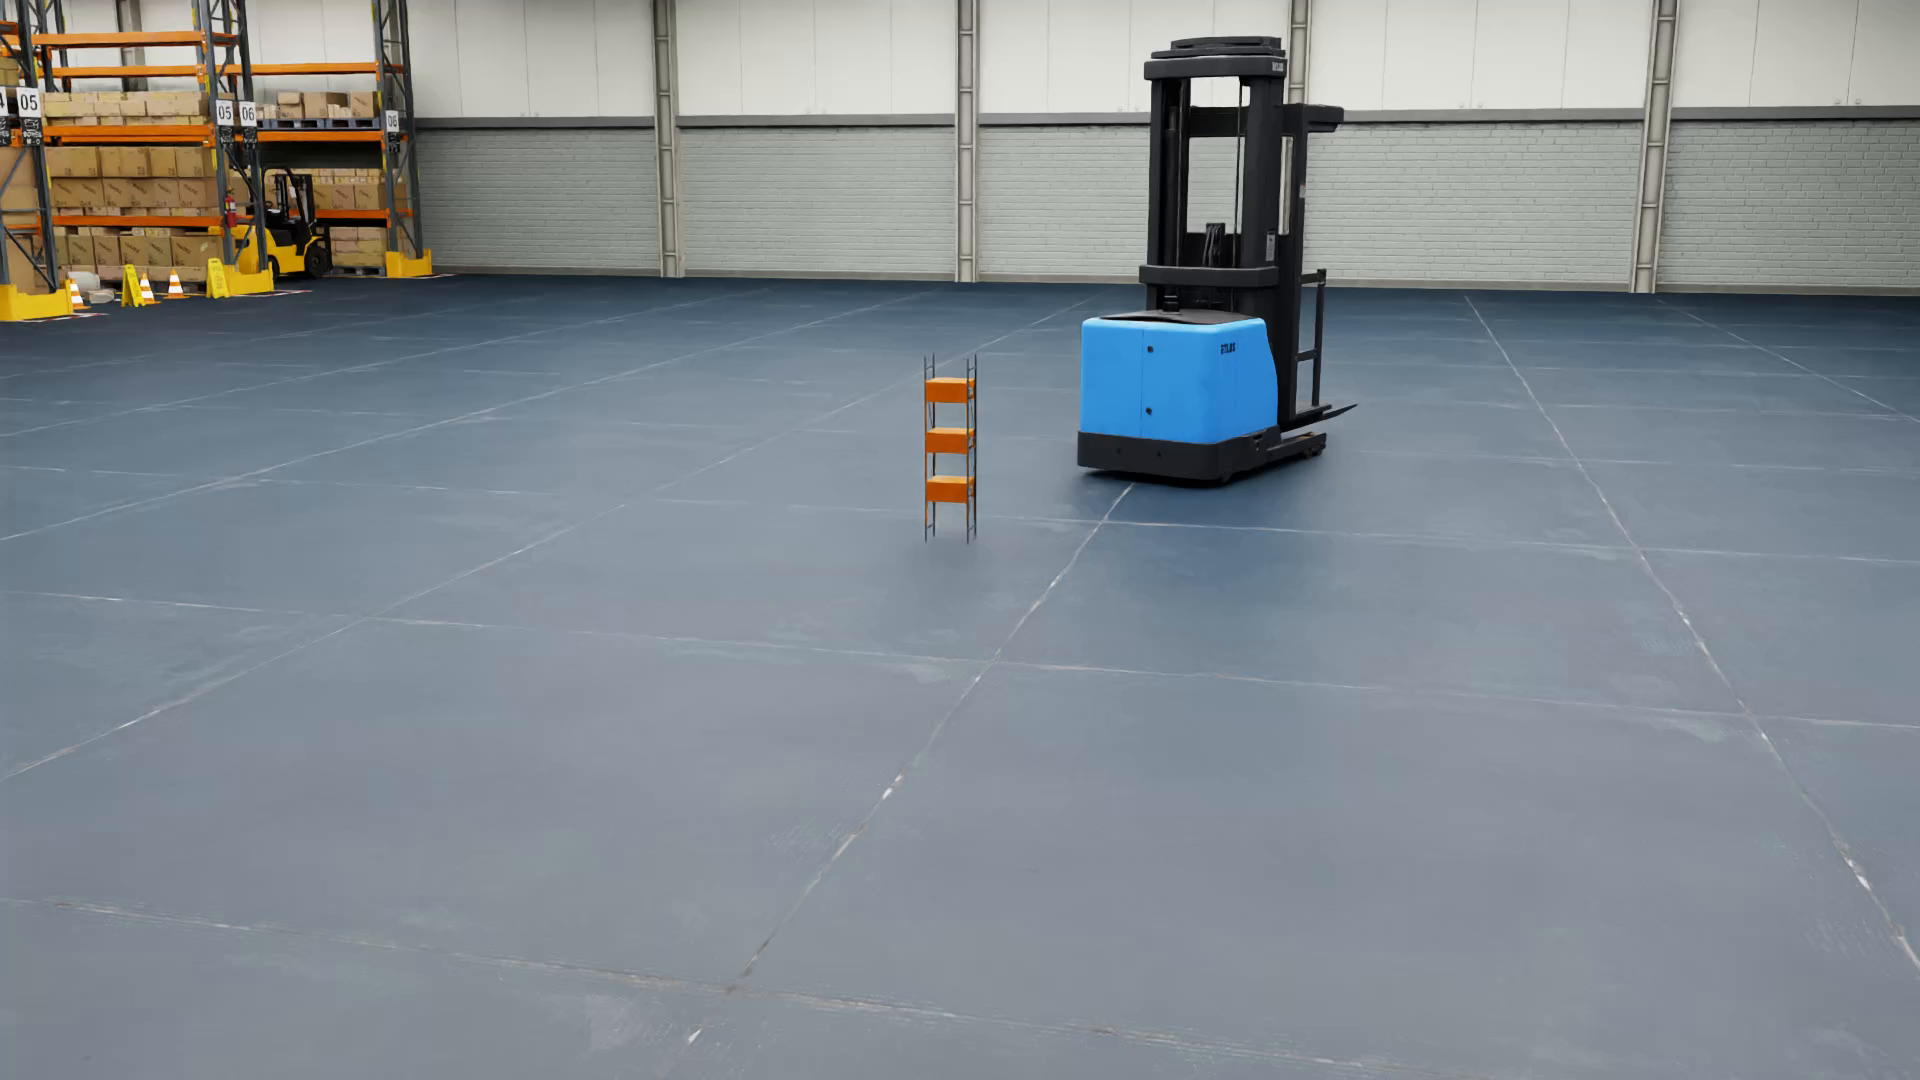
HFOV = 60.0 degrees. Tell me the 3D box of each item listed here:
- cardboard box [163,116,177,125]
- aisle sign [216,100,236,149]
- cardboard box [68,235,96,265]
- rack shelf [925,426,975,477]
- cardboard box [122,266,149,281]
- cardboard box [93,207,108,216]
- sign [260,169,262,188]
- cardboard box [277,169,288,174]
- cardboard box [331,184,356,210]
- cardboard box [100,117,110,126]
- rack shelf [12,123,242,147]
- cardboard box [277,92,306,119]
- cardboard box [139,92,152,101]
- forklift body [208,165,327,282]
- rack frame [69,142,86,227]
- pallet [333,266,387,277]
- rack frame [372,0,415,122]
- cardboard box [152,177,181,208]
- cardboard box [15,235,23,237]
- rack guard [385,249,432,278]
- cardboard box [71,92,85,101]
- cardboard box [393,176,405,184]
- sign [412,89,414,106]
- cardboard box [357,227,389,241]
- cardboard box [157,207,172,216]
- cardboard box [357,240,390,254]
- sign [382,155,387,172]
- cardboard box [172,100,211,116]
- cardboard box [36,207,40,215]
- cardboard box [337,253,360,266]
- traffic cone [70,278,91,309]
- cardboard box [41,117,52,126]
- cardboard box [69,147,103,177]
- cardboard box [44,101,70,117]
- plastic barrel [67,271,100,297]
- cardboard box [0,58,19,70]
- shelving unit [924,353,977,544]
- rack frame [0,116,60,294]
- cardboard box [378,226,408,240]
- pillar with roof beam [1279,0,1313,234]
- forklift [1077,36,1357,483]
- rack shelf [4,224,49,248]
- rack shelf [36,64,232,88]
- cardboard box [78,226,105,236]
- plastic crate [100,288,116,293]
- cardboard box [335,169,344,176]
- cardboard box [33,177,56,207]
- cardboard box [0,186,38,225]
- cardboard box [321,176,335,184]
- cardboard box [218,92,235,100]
[{"bbox_3d":[-13.155,-7.051,27.966,0.250,0.149,0.380,3,13,15],"label":"cardboard box"},{"bbox_3d":[-12.252,-6.927,27.753,0.004,0.787,0.394,3,13,14],"label":"aisle sign"},{"bbox_3d":[-15.095,-5.046,28.923,0.500,0.500,0.500,4,13,16],"label":"cardboard box"},{"bbox_3d":[-0.052,-0.505,9.359,0.240,0.259,0.215,3,13,14],"label":"rack shelf"},{"bbox_3d":[-14.102,-4.625,28.756,0.500,0.250,0.500,3,13,12],"label":"cardboard box"},{"bbox_3d":[-14.657,-5.655,28.601,0.250,0.149,0.380,3,13,14],"label":"cardboard box"},{"bbox_3d":[-12.113,-6.259,28.745,0.005,0.325,0.100,3,13,14],"label":"sign"},{"bbox_3d":[-13.432,-7.355,33.270,0.250,0.149,0.380,3,13,13],"label":"cardboard box"},{"bbox_3d":[-12.099,-6.814,33.015,0.500,0.500,0.500,3,13,15],"label":"cardboard box"},{"bbox_3d":[-14.383,-7.123,28.295,0.250,0.149,0.380,3,13,14],"label":"cardboard box"},{"bbox_3d":[-14.184,-6.939,28.545,4.000,0.370,1.077,3,13,14],"label":"rack shelf"},{"bbox_3d":[-13.074,-8.619,33.017,0.637,0.503,0.797,3,13,15],"label":"cardboard box"},{"bbox_3d":[-13.605,-7.478,28.051,0.250,0.149,0.380,3,13,14],"label":"cardboard box"},{"bbox_3d":[-13.335,-6.067,31.836,1.214,2.155,2.313,3,13,14],"label":"forklift body"},{"bbox_3d":[-18.824,-7.181,34.901,0.127,3.000,1.000,3,13,14],"label":"rack frame"},{"bbox_3d":[-11.809,-5.436,33.471,1.213,0.211,1.003,3,13,14],"label":"pallet"},{"bbox_3d":[-11.057,-9.695,32.380,0.127,3.000,1.000,3,13,14],"label":"rack frame"},{"bbox_3d":[-13.320,-5.913,28.269,0.500,0.500,0.500,3,13,14],"label":"cardboard box"},{"bbox_3d":[-19.636,-6.463,34.966,0.250,0.149,0.380,2,13,11],"label":"cardboard box"},{"bbox_3d":[-11.034,-5.545,33.295,0.348,0.500,1.175,3,13,14],"label":"rack guard"},{"bbox_3d":[-14.883,-7.531,28.292,0.250,0.149,0.380,3,13,12],"label":"cardboard box"},{"bbox_3d":[-11.324,-7.204,33.274,0.250,0.149,0.380,3,13,12],"label":"cardboard box"},{"bbox_3d":[-10.918,-8.812,33.126,0.005,0.325,0.100,3,13,14],"label":"sign"},{"bbox_3d":[-11.579,-6.075,32.986,0.500,0.250,0.500,4,13,15],"label":"cardboard box"},{"bbox_3d":[-13.430,-5.589,28.302,0.250,0.149,0.380,3,13,15],"label":"cardboard box"},{"bbox_3d":[-11.604,-5.832,33.046,0.500,0.250,0.500,3,13,13],"label":"cardboard box"},{"bbox_3d":[-11.200,-7.334,32.368,0.005,0.325,0.100,3,13,14],"label":"sign"},{"bbox_3d":[-12.804,-7.229,27.848,0.500,0.250,0.500,3,13,13],"label":"cardboard box"},{"bbox_3d":[-15.897,-5.723,28.909,0.250,0.149,0.380,3,13,13],"label":"cardboard box"},{"bbox_3d":[-12.069,-5.615,33.218,0.500,0.250,0.500,3,13,14],"label":"cardboard box"},{"bbox_3d":[-13.506,-3.764,25.354,0.334,0.463,0.336,3,13,14],"label":"traffic cone"},{"bbox_3d":[-15.642,-7.178,28.540,0.250,0.149,0.380,3,13,14],"label":"cardboard box"},{"bbox_3d":[-14.779,-6.481,28.517,0.500,0.500,0.700,3,13,12],"label":"cardboard box"},{"bbox_3d":[-15.261,-7.361,28.445,0.500,0.250,0.500,3,13,13],"label":"cardboard box"},{"bbox_3d":[-14.611,-4.253,27.651,0.512,0.421,0.421,-9,15,-35],"label":"plastic barrel"},{"bbox_3d":[-13.578,-6.745,23.548,0.250,0.149,0.380,3,13,14],"label":"cardboard box"},{"bbox_3d":[-0.052,-0.515,9.357,0.252,1.050,0.215,3,13,14],"label":"shelving unit"},{"bbox_3d":[-13.330,-4.676,23.609,0.127,3.000,1.000,3,13,14],"label":"rack frame"},{"bbox_3d":[-11.478,-6.182,33.466,0.500,0.250,0.500,3,13,13],"label":"cardboard box"},{"bbox_3d":[4.927,-8.081,25.106,0.400,9.000,9.100,3,13,14],"label":"pillar with roof beam"},{"bbox_3d":[2.058,-2.079,12.060,1.130,2.935,3.031,8,15,34],"label":"forklift"},{"bbox_3d":[-15.272,-4.429,24.155,4.000,0.370,1.077,3,13,14],"label":"rack shelf"},{"bbox_3d":[-16.882,-9.460,33.905,4.000,0.370,1.077,3,13,14],"label":"rack shelf"},{"bbox_3d":[-15.012,-5.342,28.762,0.250,0.149,0.380,4,13,16],"label":"cardboard box"},{"bbox_3d":[-14.798,-4.251,28.432,0.583,0.080,0.402,-1,13,-6],"label":"plastic crate"},{"bbox_3d":[-12.186,-7.294,32.993,0.250,0.149,0.380,3,13,14],"label":"cardboard box"},{"bbox_3d":[-15.766,-6.042,28.850,0.500,0.500,0.500,3,13,13],"label":"cardboard box"},{"bbox_3d":[-13.702,-4.759,23.636,0.550,0.550,0.875,3,13,14],"label":"cardboard box"},{"bbox_3d":[-12.462,-7.143,33.001,0.250,0.149,0.380,3,13,12],"label":"cardboard box"},{"bbox_3d":[-12.539,-7.515,28.217,0.250,0.149,0.380,3,13,13],"label":"cardboard box"}]
